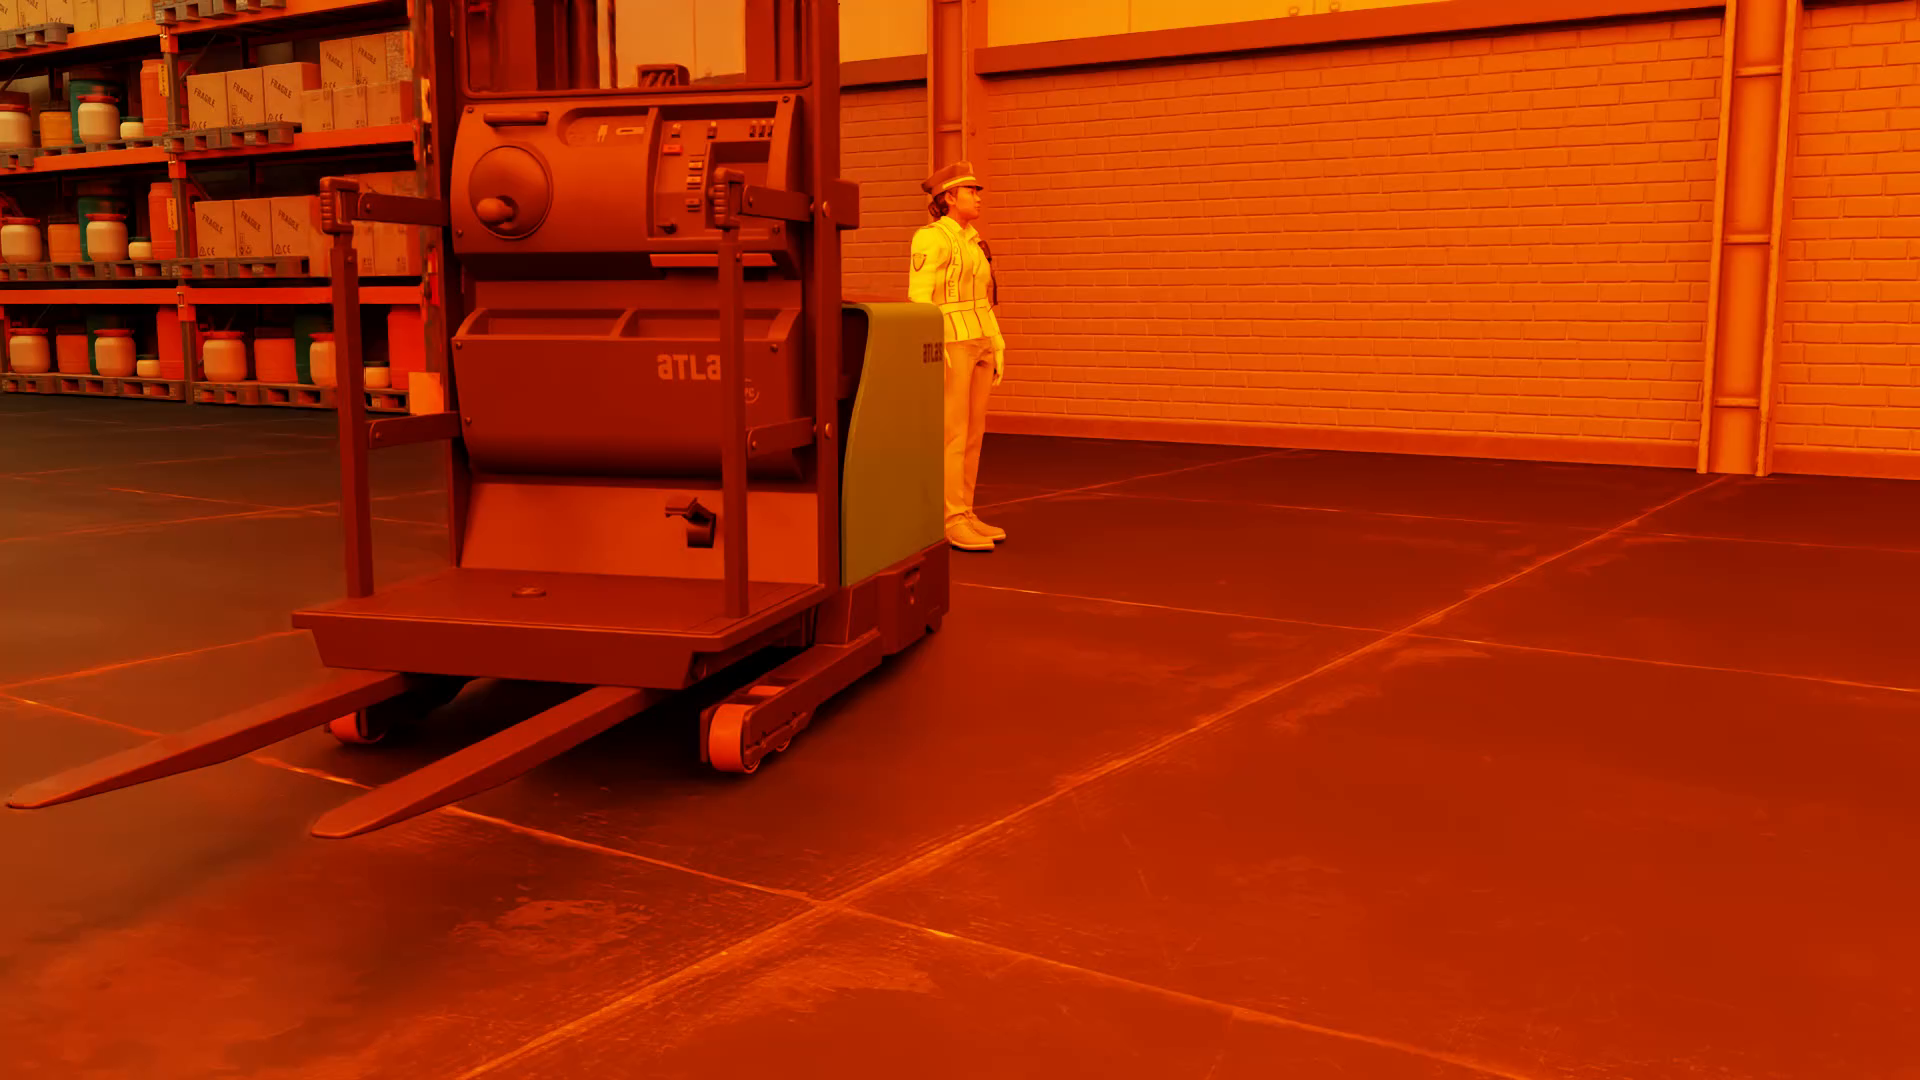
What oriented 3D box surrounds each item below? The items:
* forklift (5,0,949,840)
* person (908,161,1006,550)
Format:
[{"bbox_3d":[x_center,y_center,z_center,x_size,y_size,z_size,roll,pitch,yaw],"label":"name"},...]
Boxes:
[{"bbox_3d":[-0.917,-0.972,4.030,1.130,2.935,3.031,2,8,15],"label":"forklift"},{"bbox_3d":[0.053,-0.840,7.439,0.530,1.694,0.587,5,10,34],"label":"person"}]
